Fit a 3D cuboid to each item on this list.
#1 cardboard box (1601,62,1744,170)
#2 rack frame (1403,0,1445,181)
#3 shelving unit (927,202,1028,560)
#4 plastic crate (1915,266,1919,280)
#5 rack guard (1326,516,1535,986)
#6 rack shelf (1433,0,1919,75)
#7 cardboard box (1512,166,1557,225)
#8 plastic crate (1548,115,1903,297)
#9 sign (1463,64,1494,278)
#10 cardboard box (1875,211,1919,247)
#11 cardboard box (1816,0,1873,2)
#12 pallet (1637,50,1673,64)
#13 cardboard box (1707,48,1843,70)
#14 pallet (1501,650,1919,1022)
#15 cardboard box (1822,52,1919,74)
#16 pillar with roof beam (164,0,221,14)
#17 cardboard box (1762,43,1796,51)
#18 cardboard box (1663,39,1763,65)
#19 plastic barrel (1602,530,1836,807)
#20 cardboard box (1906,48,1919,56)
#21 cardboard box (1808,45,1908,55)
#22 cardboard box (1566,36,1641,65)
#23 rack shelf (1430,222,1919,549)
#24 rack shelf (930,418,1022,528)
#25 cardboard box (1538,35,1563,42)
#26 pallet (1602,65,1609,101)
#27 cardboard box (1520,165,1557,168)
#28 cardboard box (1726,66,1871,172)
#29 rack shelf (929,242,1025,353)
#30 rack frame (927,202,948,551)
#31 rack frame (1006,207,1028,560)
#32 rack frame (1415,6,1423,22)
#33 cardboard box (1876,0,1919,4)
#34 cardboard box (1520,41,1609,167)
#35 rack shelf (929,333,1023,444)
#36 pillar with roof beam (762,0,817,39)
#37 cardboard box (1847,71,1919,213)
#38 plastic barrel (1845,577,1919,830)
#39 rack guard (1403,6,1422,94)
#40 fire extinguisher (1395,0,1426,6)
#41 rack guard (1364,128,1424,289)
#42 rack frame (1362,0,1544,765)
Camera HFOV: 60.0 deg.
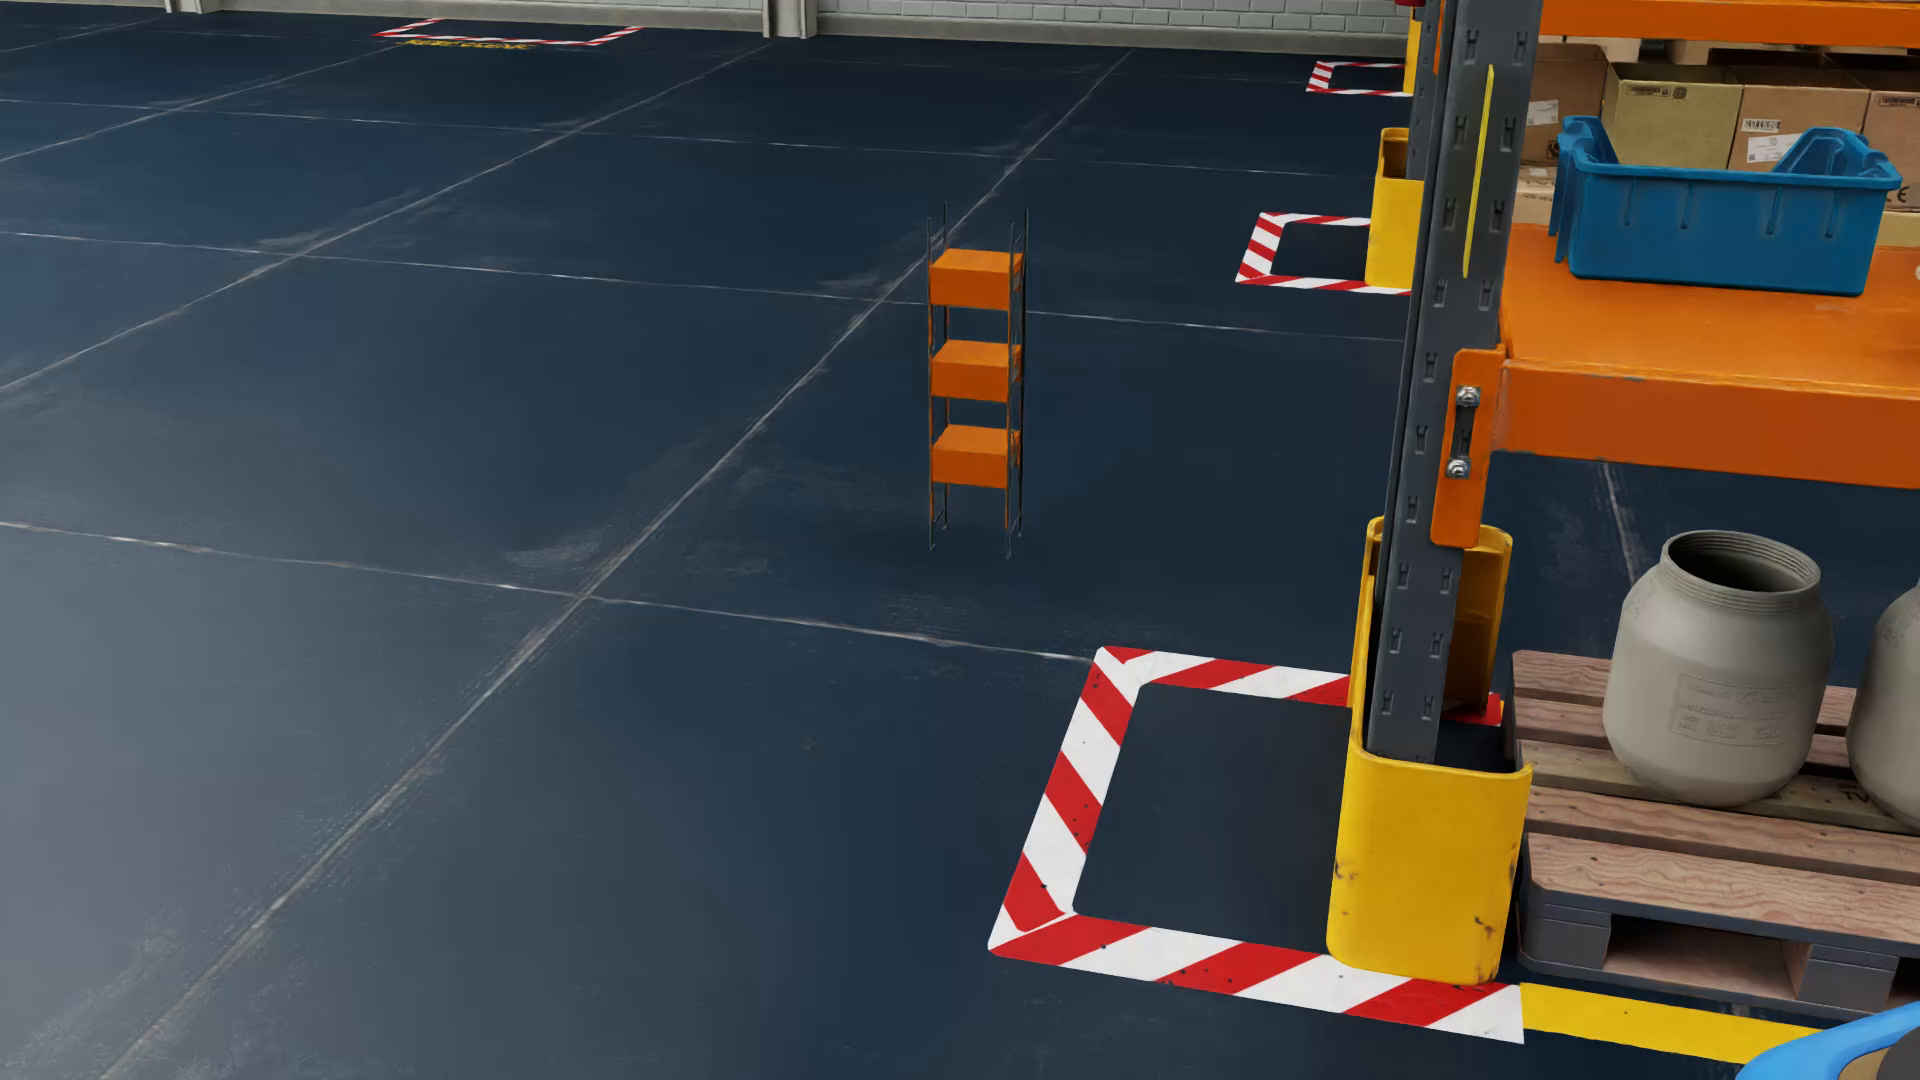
[{"bbox_3d":[3.163,-1.843,7.470,0.500,0.500,0.500,6,26,13],"label":"cardboard box"},{"bbox_3d":[2.215,-2.759,7.556,0.127,3.000,1.000,6,26,13],"label":"rack frame"},{"bbox_3d":[0.052,-0.468,5.012,0.252,1.050,0.215,6,26,13],"label":"shelving unit"},{"bbox_3d":[1.764,-0.349,2.799,0.250,0.136,0.298,6,26,13],"label":"plastic crate"},{"bbox_3d":[1.063,0.420,3.787,0.348,0.500,1.175,6,26,13],"label":"rack guard"},{"bbox_3d":[4.152,-2.220,7.261,4.000,0.370,1.077,6,26,13],"label":"rack shelf"},{"bbox_3d":[2.679,-1.557,7.742,0.500,0.250,0.500,6,26,13],"label":"cardboard box"},{"bbox_3d":[1.537,-0.701,3.406,0.616,0.251,0.499,6,26,13],"label":"plastic crate"},{"bbox_3d":[0.836,-0.594,2.686,0.005,0.325,0.100,6,26,13],"label":"sign"},{"bbox_3d":[4.131,-1.396,7.403,0.500,0.250,0.500,6,26,13],"label":"cardboard box"},{"bbox_3d":[3.653,-2.639,7.188,0.500,0.500,0.700,6,26,13],"label":"cardboard box"},{"bbox_3d":[5.474,-3.321,11.981,1.213,0.211,1.003,6,26,13],"label":"pallet"},{"bbox_3d":[3.780,-2.011,7.823,0.500,0.500,0.500,6,26,13],"label":"cardboard box"},{"bbox_3d":[1.848,0.639,3.661,1.213,0.211,1.003,6,26,13],"label":"pallet"},{"bbox_3d":[4.264,-1.957,7.709,0.500,0.500,0.500,6,26,13],"label":"cardboard box"},{"bbox_3d":[-8.356,-7.308,10.132,0.400,9.000,9.100,6,26,13],"label":"pillar with roof beam"},{"bbox_3d":[5.775,-3.485,11.884,0.250,0.149,0.380,4,26,9],"label":"cardboard box"},{"bbox_3d":[5.343,-3.620,11.760,0.500,0.500,0.700,5,26,10],"label":"cardboard box"},{"bbox_3d":[1.634,0.275,3.589,0.421,0.512,0.421,0,25,0],"label":"plastic barrel"},{"bbox_3d":[6.793,-3.358,11.597,0.250,0.166,0.380,3,26,6],"label":"cardboard box"},{"bbox_3d":[6.304,-3.558,11.630,0.500,0.500,0.500,4,26,9],"label":"cardboard box"},{"bbox_3d":[4.645,-3.634,12.009,0.500,0.311,0.500,9,27,17],"label":"cardboard box"},{"bbox_3d":[2.914,-0.158,2.930,4.000,0.370,1.077,6,26,13],"label":"rack shelf"},{"bbox_3d":[0.052,-0.208,5.136,0.240,0.259,0.215,6,26,13],"label":"rack shelf"},{"bbox_3d":[4.093,-3.695,12.138,0.500,0.311,0.500,3,26,7],"label":"cardboard box"},{"bbox_3d":[4.296,-3.453,12.257,1.213,0.211,1.003,6,26,13],"label":"pallet"},{"bbox_3d":[2.808,-1.773,8.194,0.500,0.250,0.500,6,26,13],"label":"cardboard box"},{"bbox_3d":[3.651,-1.795,7.368,0.500,0.500,0.500,6,26,13],"label":"cardboard box"},{"bbox_3d":[0.052,-0.715,4.895,0.240,0.259,0.215,6,26,13],"label":"rack shelf"},{"bbox_3d":[-0.066,-0.481,5.040,0.008,1.050,0.200,6,26,13],"label":"rack frame"},{"bbox_3d":[0.170,-0.455,4.985,0.008,1.050,0.200,6,26,13],"label":"rack frame"},{"bbox_3d":[3.445,-4.822,11.888,0.127,3.000,1.000,6,26,13],"label":"rack frame"},{"bbox_3d":[4.164,-2.584,7.072,0.500,0.500,0.700,7,26,15],"label":"cardboard box"},{"bbox_3d":[2.808,-2.112,8.035,0.500,0.500,0.500,6,26,13],"label":"cardboard box"},{"bbox_3d":[0.052,-0.459,5.017,0.240,0.259,0.215,6,26,13],"label":"rack shelf"},{"bbox_3d":[-2.545,-6.666,8.783,0.400,9.000,9.100,6,26,13],"label":"pillar with roof beam"},{"bbox_3d":[4.131,-1.734,7.241,0.500,0.500,0.500,6,26,13],"label":"cardboard box"},{"bbox_3d":[2.119,0.329,3.476,0.421,0.512,0.421,0,25,0],"label":"plastic barrel"},{"bbox_3d":[3.518,-3.685,12.409,0.348,0.500,1.175,6,26,13],"label":"rack guard"},{"bbox_3d":[2.216,-2.930,8.005,0.183,0.674,0.296,6,26,13],"label":"fire extinguisher"},{"bbox_3d":[2.192,-1.633,8.099,0.348,0.500,1.175,6,26,13],"label":"rack guard"},{"bbox_3d":[0.978,-0.697,3.225,0.127,3.000,1.000,6,26,13],"label":"rack frame"}]
